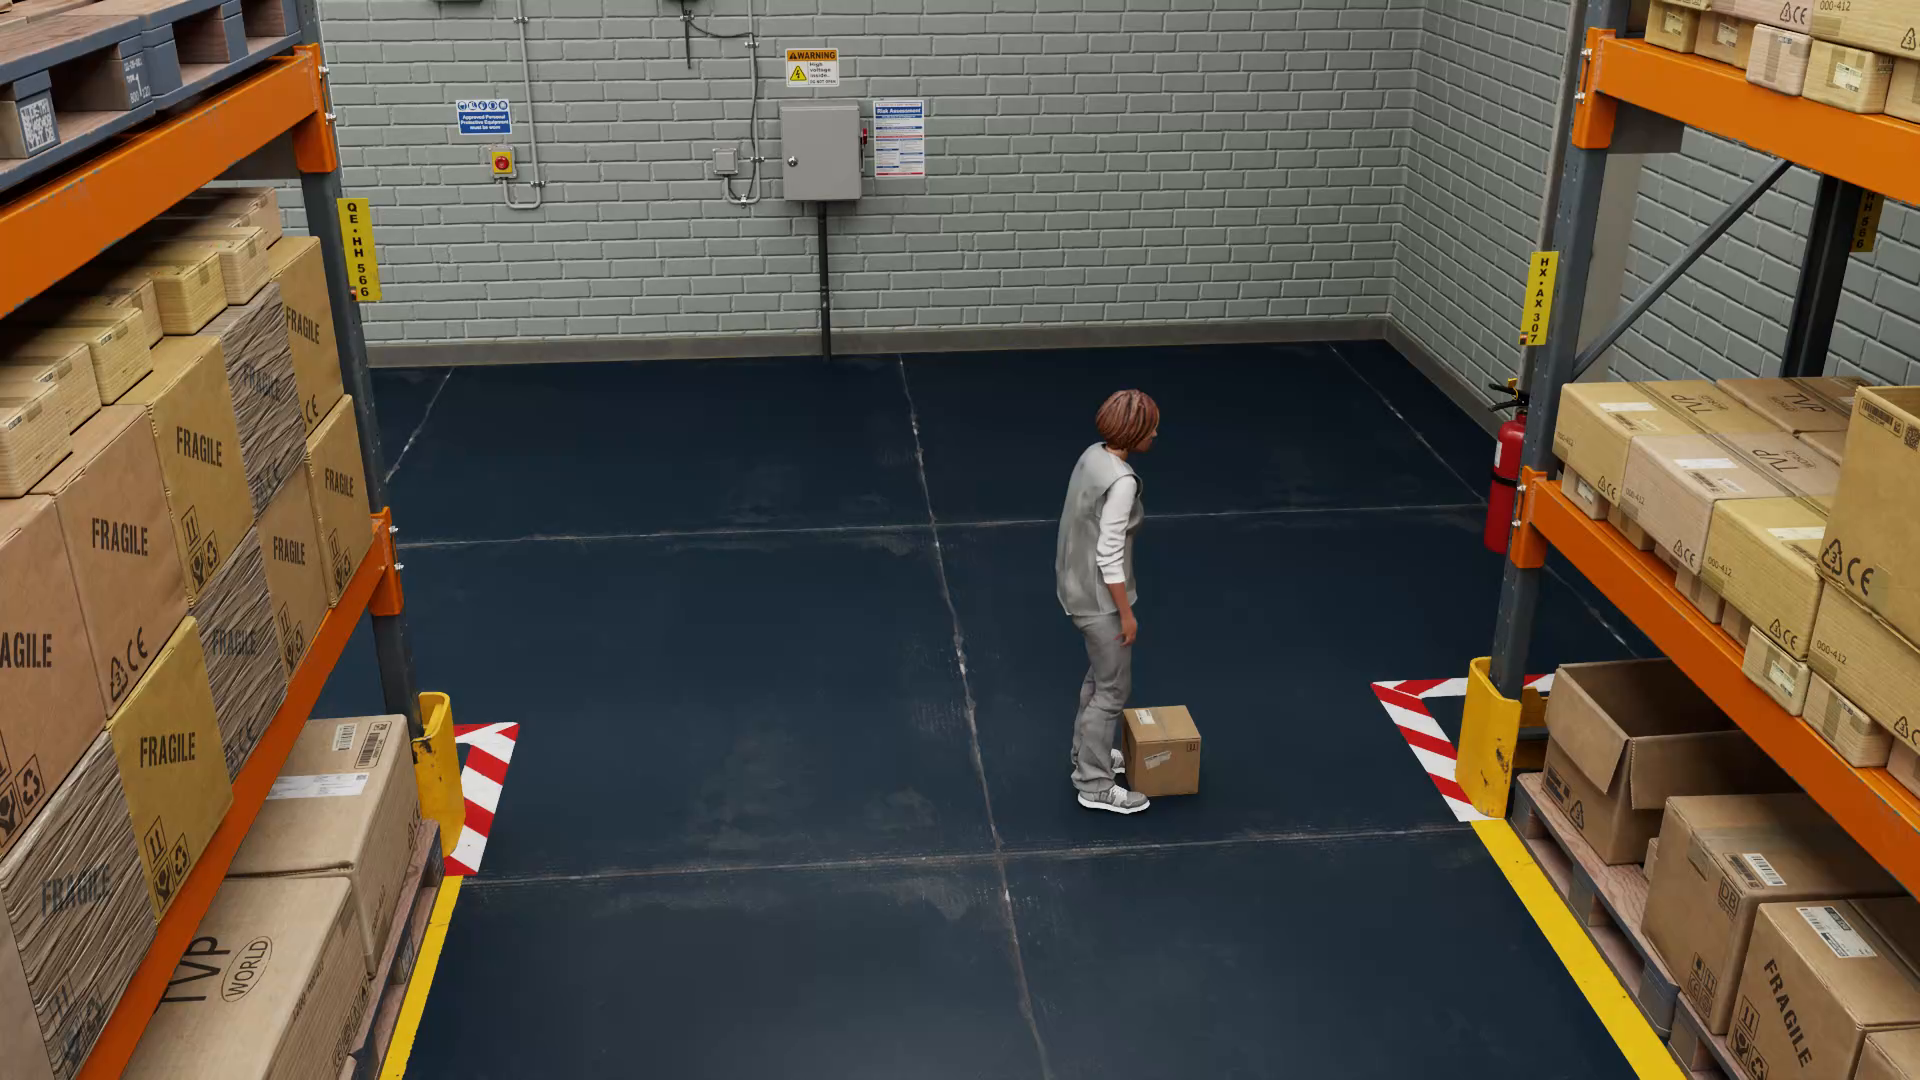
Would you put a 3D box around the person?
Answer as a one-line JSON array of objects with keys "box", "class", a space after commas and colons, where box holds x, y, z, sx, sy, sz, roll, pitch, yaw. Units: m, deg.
[{"box": [0.546, 0.220, 6.135, 0.367, 1.582, 0.478, -3, 24, -7], "class": "person"}]
